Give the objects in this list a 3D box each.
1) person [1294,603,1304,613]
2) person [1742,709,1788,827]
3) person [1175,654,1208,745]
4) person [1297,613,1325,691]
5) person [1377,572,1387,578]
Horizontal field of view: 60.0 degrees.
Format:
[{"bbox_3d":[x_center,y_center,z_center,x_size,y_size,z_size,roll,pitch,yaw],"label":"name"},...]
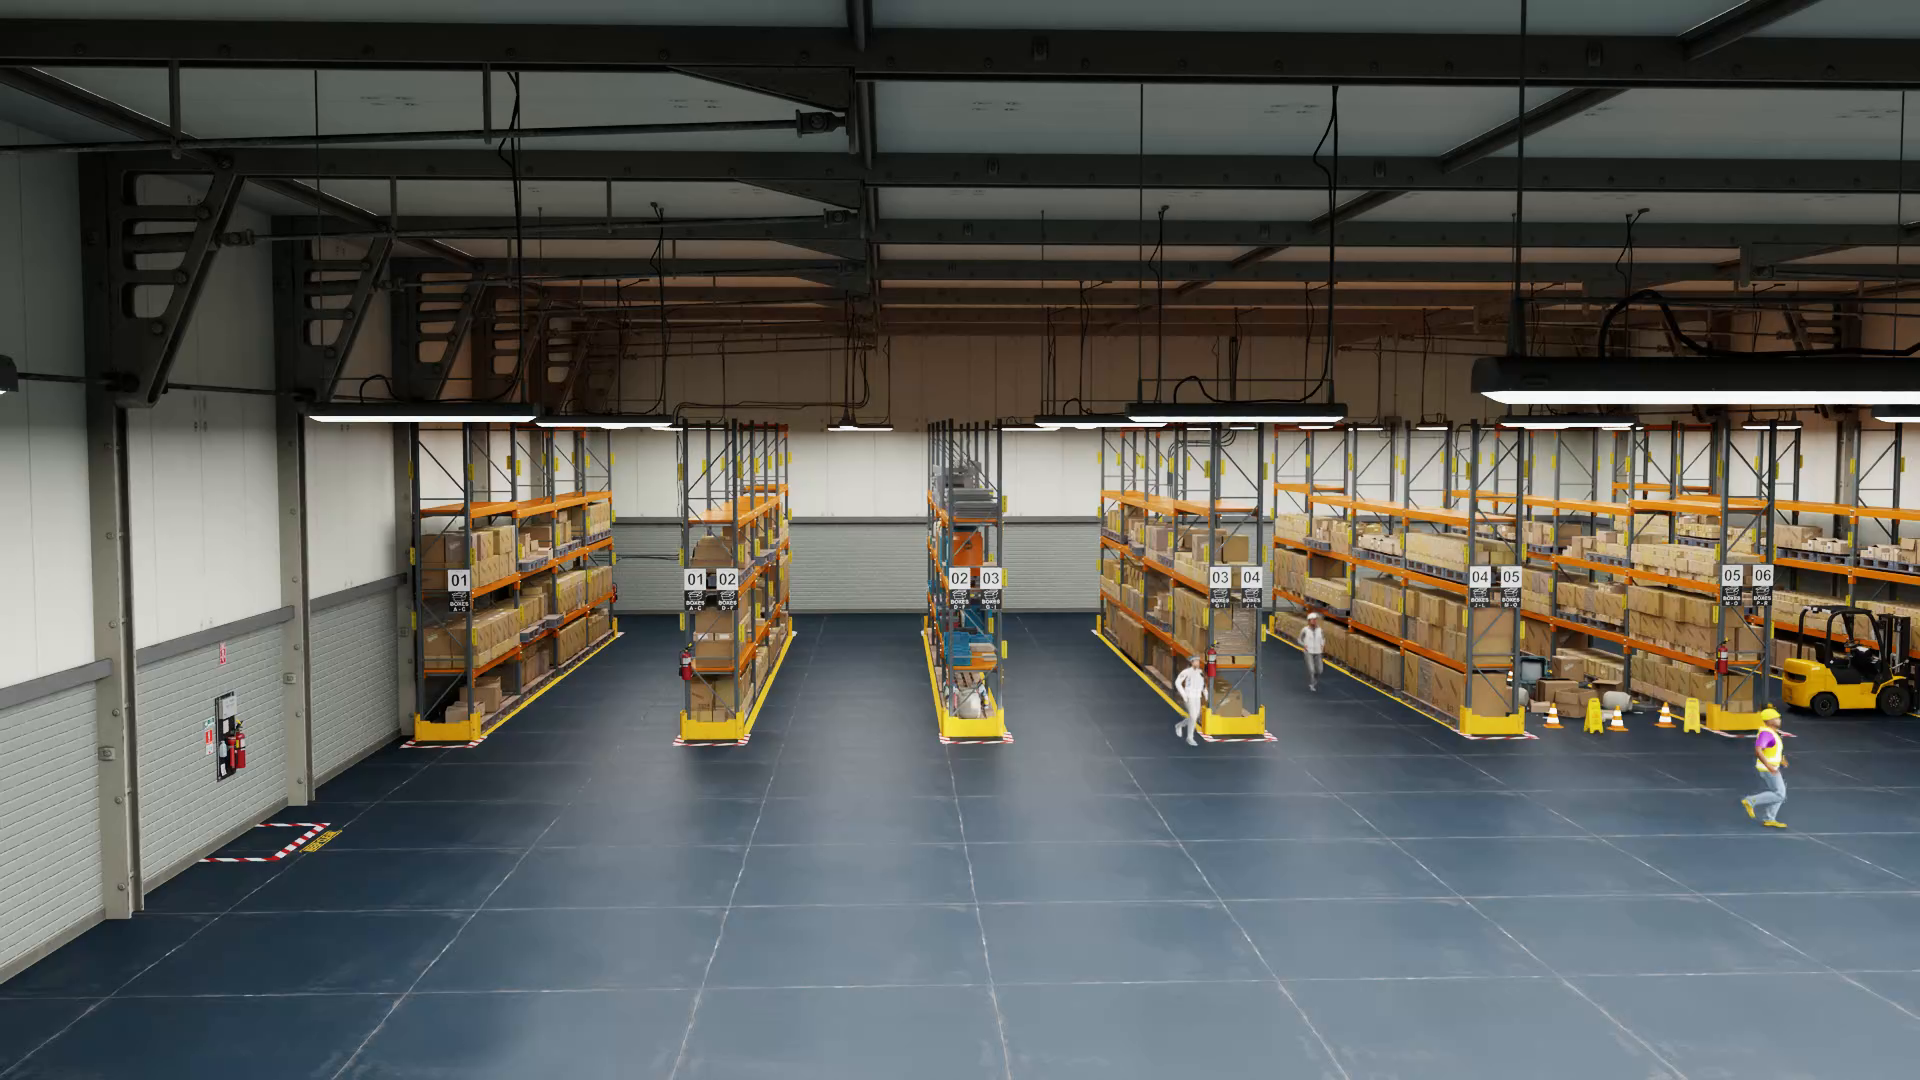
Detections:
[{"bbox_3d":[10.107,1.729,48.992,0.770,1.764,0.687,-1,4,-9],"label":"person"},{"bbox_3d":[11.742,3.319,24.238,0.603,1.728,0.722,2,4,26],"label":"person"},{"bbox_3d":[4.281,2.934,30.852,0.665,1.665,0.640,-3,4,-35],"label":"person"},{"bbox_3d":[7.826,2.493,36.985,0.657,1.720,0.612,0,4,-5],"label":"person"},{"bbox_3d":[12.566,1.747,49.299,0.873,1.655,0.621,0,4,-5],"label":"person"}]
